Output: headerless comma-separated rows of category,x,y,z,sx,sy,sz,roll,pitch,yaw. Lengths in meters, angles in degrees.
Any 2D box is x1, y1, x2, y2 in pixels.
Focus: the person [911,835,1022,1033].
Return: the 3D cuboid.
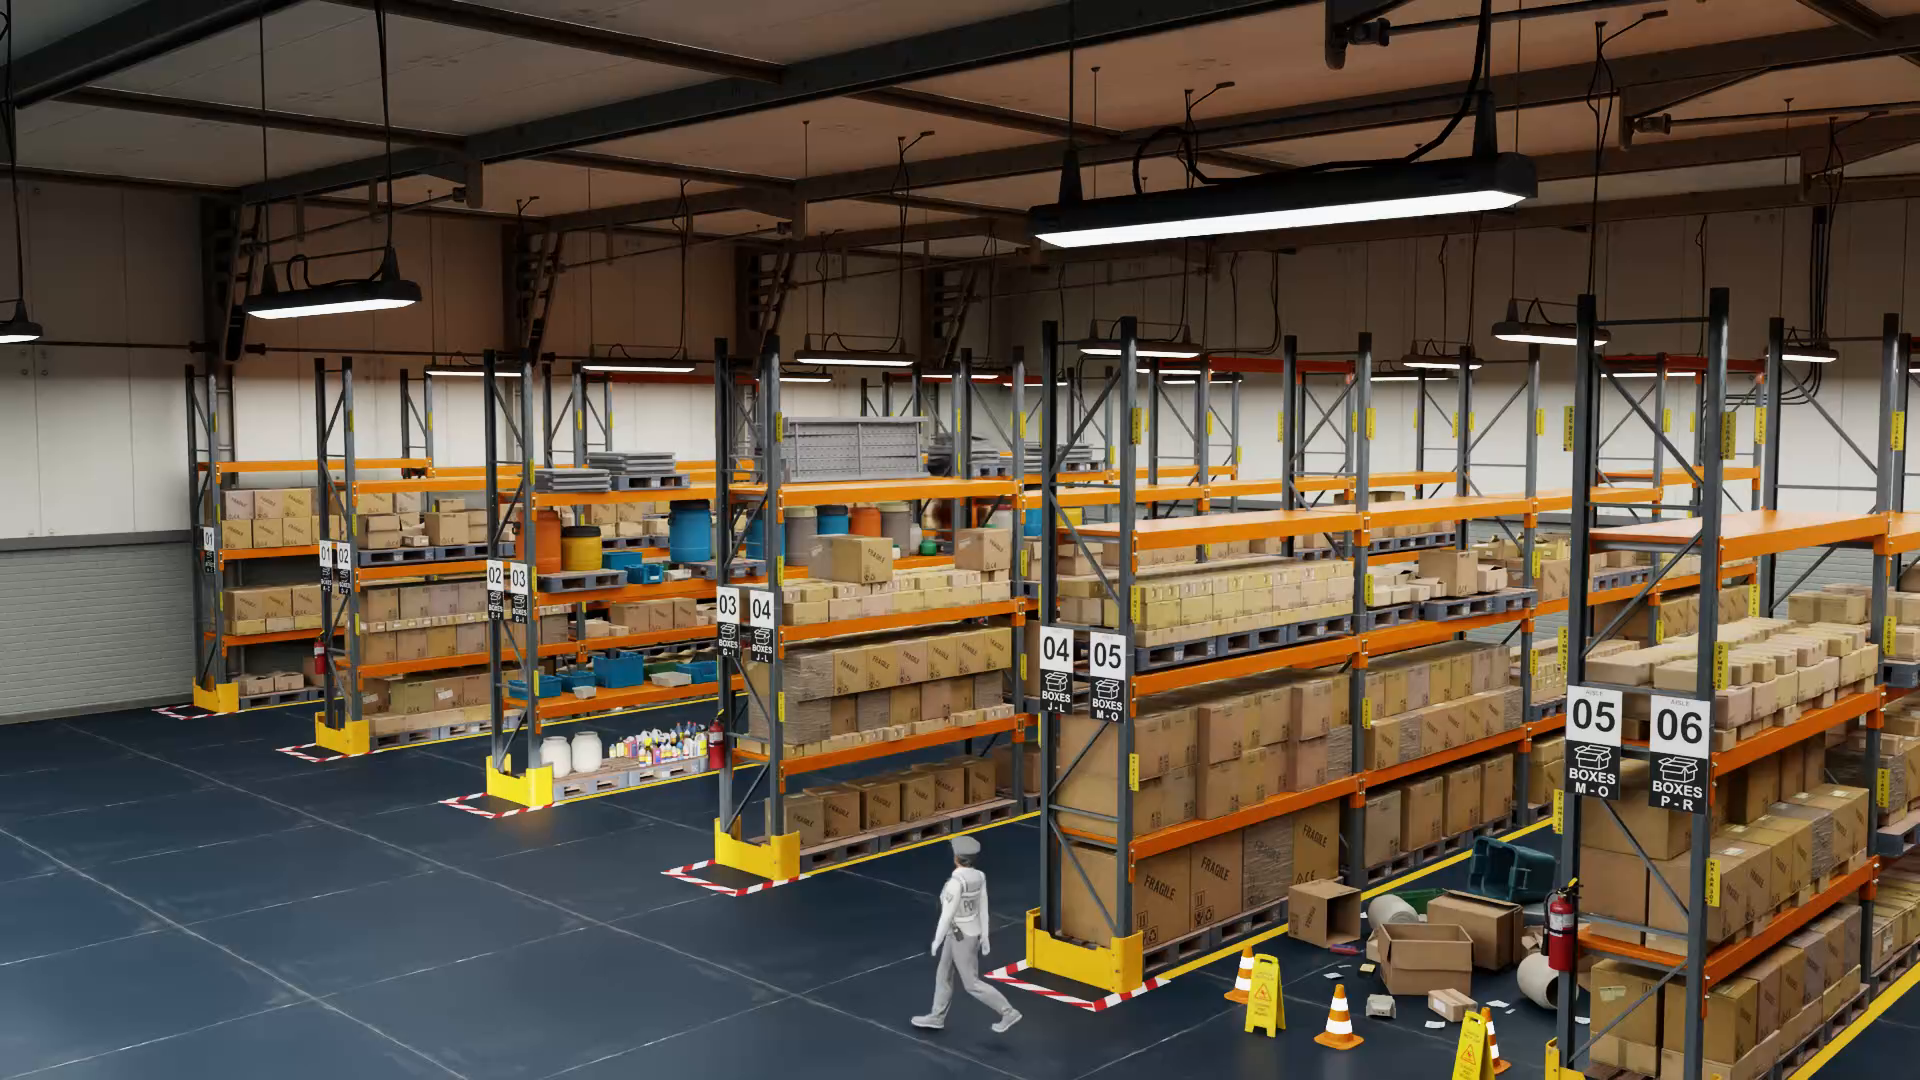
person,0.035,3.275,13.763,0.936,1.650,0.423,1,4,7
